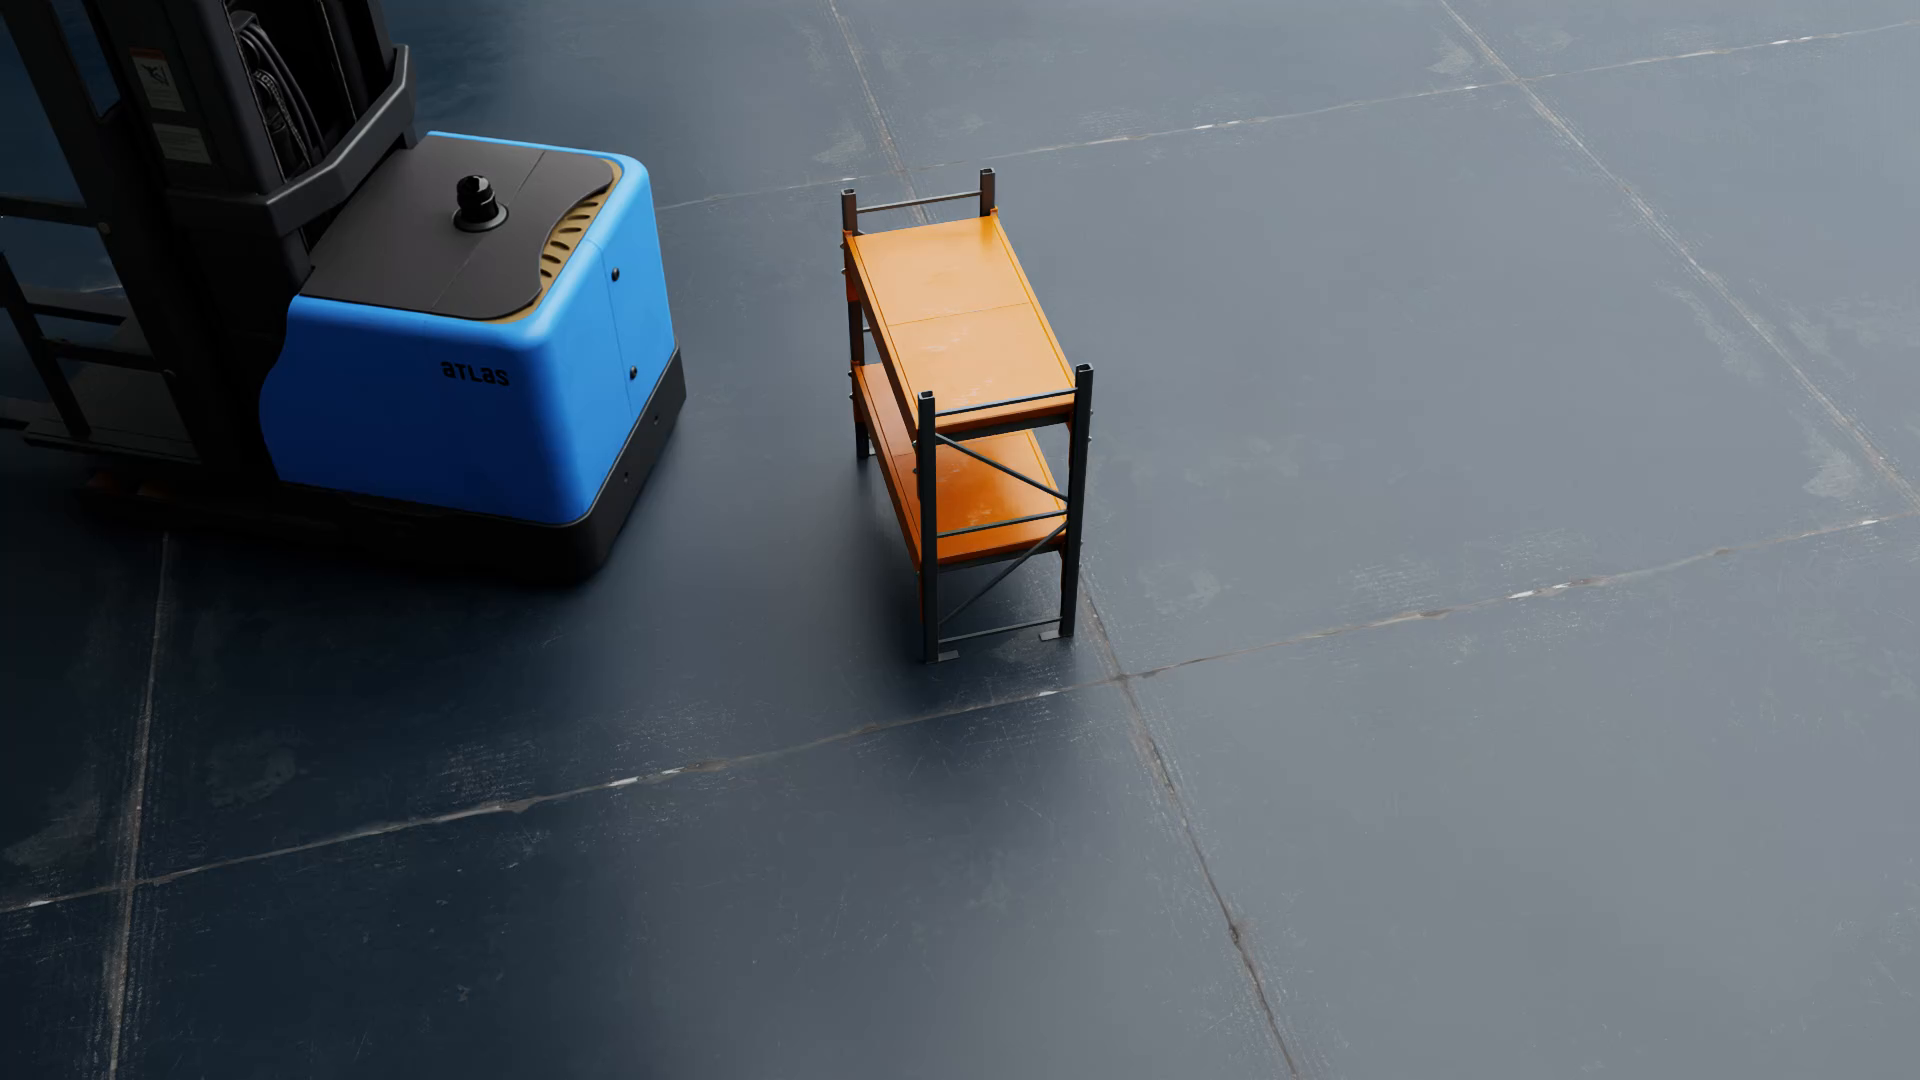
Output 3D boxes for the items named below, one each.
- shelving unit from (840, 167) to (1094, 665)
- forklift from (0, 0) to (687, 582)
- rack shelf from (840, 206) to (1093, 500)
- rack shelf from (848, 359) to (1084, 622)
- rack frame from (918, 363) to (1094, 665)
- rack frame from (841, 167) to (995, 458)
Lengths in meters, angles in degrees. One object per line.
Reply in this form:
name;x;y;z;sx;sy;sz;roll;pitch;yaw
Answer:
shelving unit;-0.002;-0.398;5.353;0.538;1.125;1.048;-11;47;-10
forklift;-2.586;-1.431;5.100;3.031;2.935;1.130;9;46;9
rack shelf;-0.002;-0.603;5.144;0.538;0.278;1.000;-11;47;-10
rack shelf;-0.002;-0.227;5.527;0.538;0.278;1.000;-11;47;-10
rack frame;0.128;-0.047;5.009;0.500;1.125;0.032;-11;47;-10
rack frame;-0.132;-0.749;5.697;0.500;1.125;0.032;-11;47;-10
